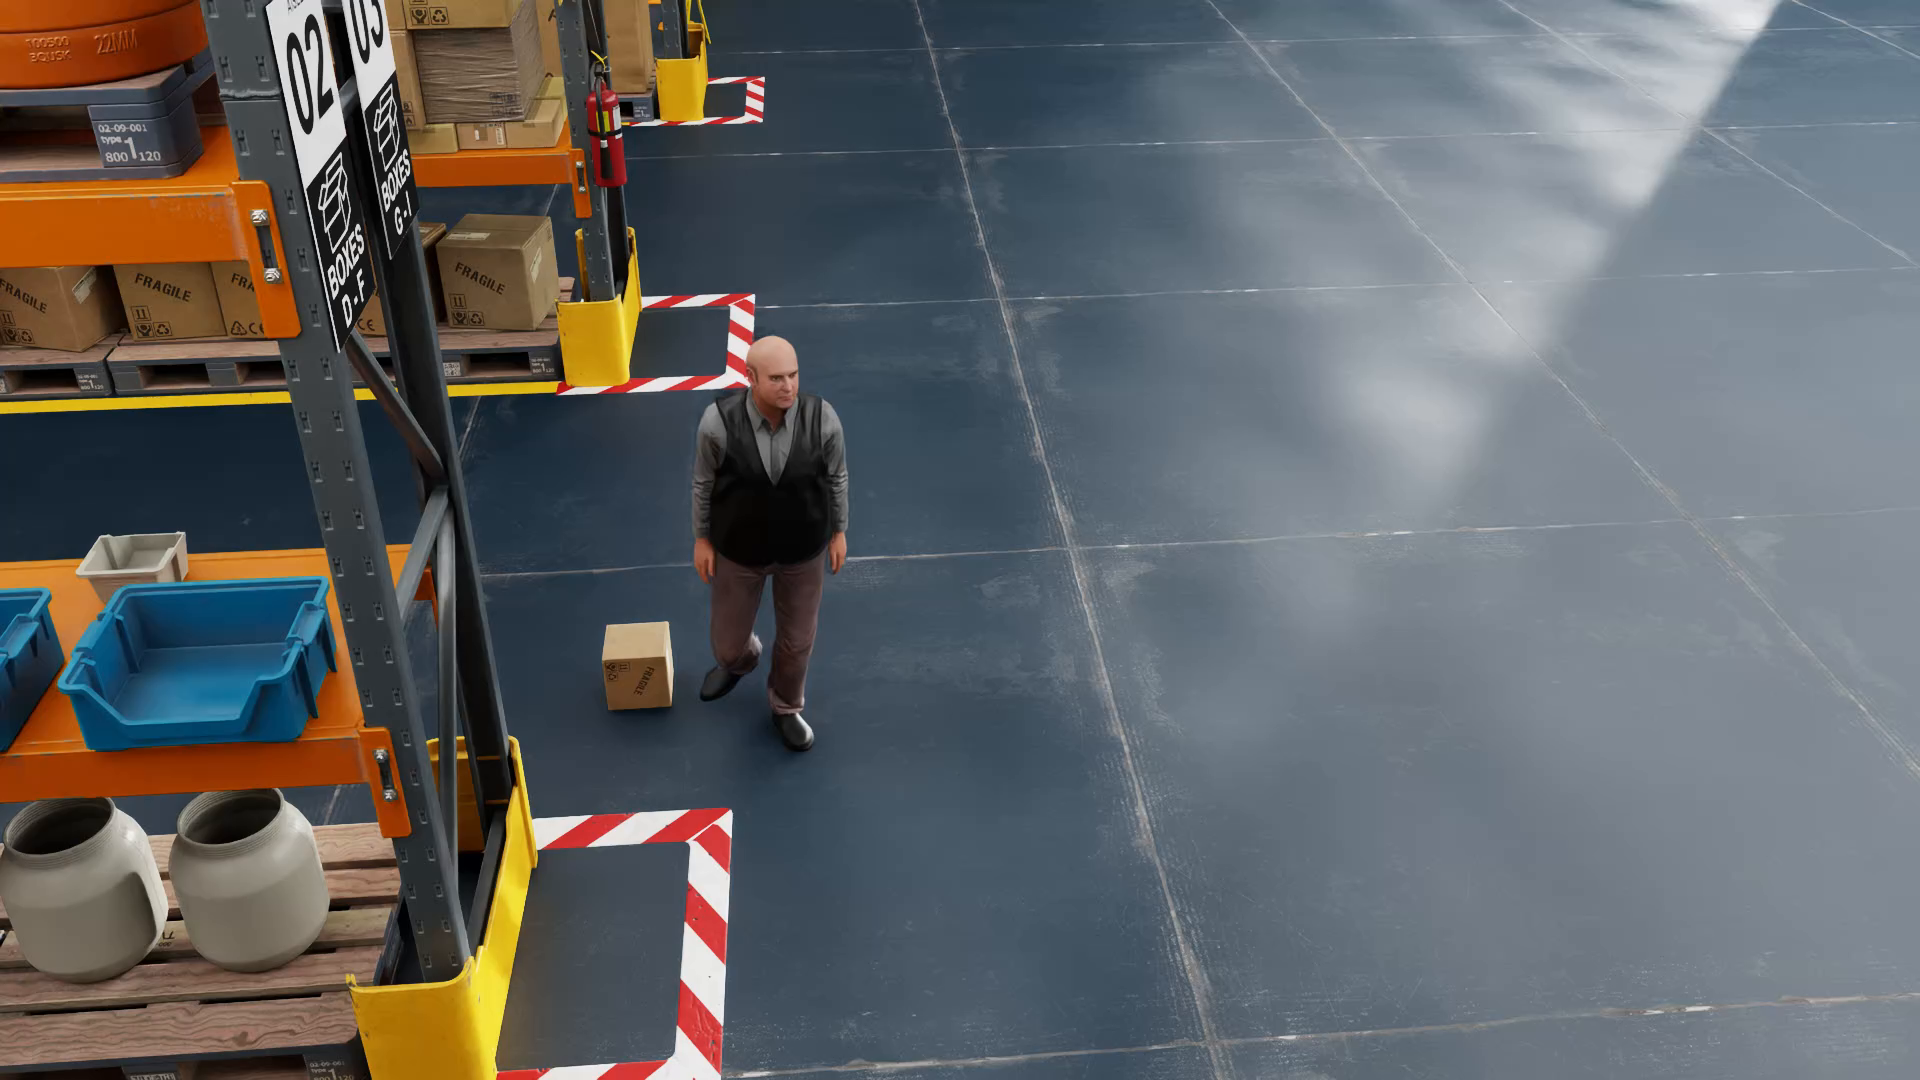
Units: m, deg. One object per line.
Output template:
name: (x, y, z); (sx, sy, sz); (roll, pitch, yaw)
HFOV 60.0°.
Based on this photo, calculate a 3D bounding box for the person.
person: (-0.714, 0.030, 6.201); (0.609, 1.621, 0.540); (-6, 31, -10)
